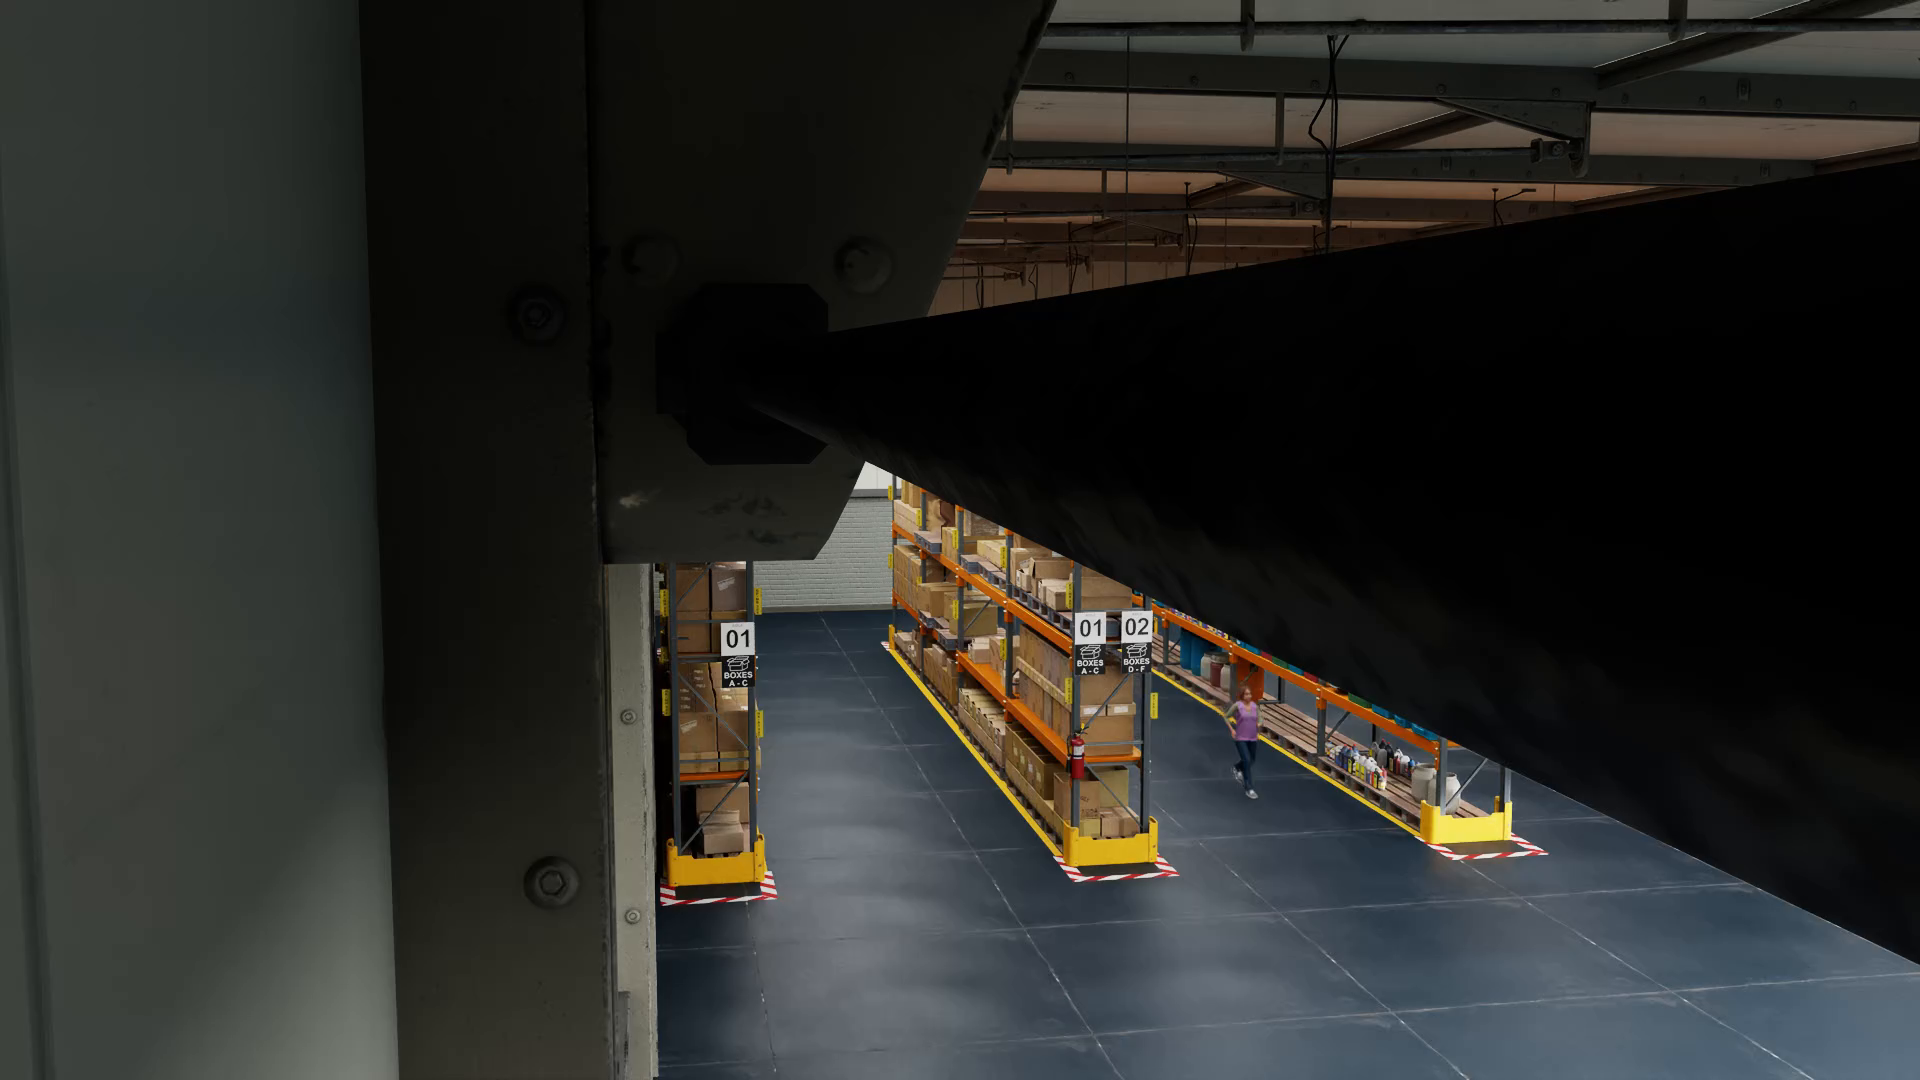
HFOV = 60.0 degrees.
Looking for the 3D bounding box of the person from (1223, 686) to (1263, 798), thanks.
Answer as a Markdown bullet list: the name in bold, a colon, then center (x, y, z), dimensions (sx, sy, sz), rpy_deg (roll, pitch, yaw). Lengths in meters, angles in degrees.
- **person**: center (4.156, 2.918, 24.282), dimensions (0.545, 1.561, 0.864), rpy_deg (-2, 6, -18)
